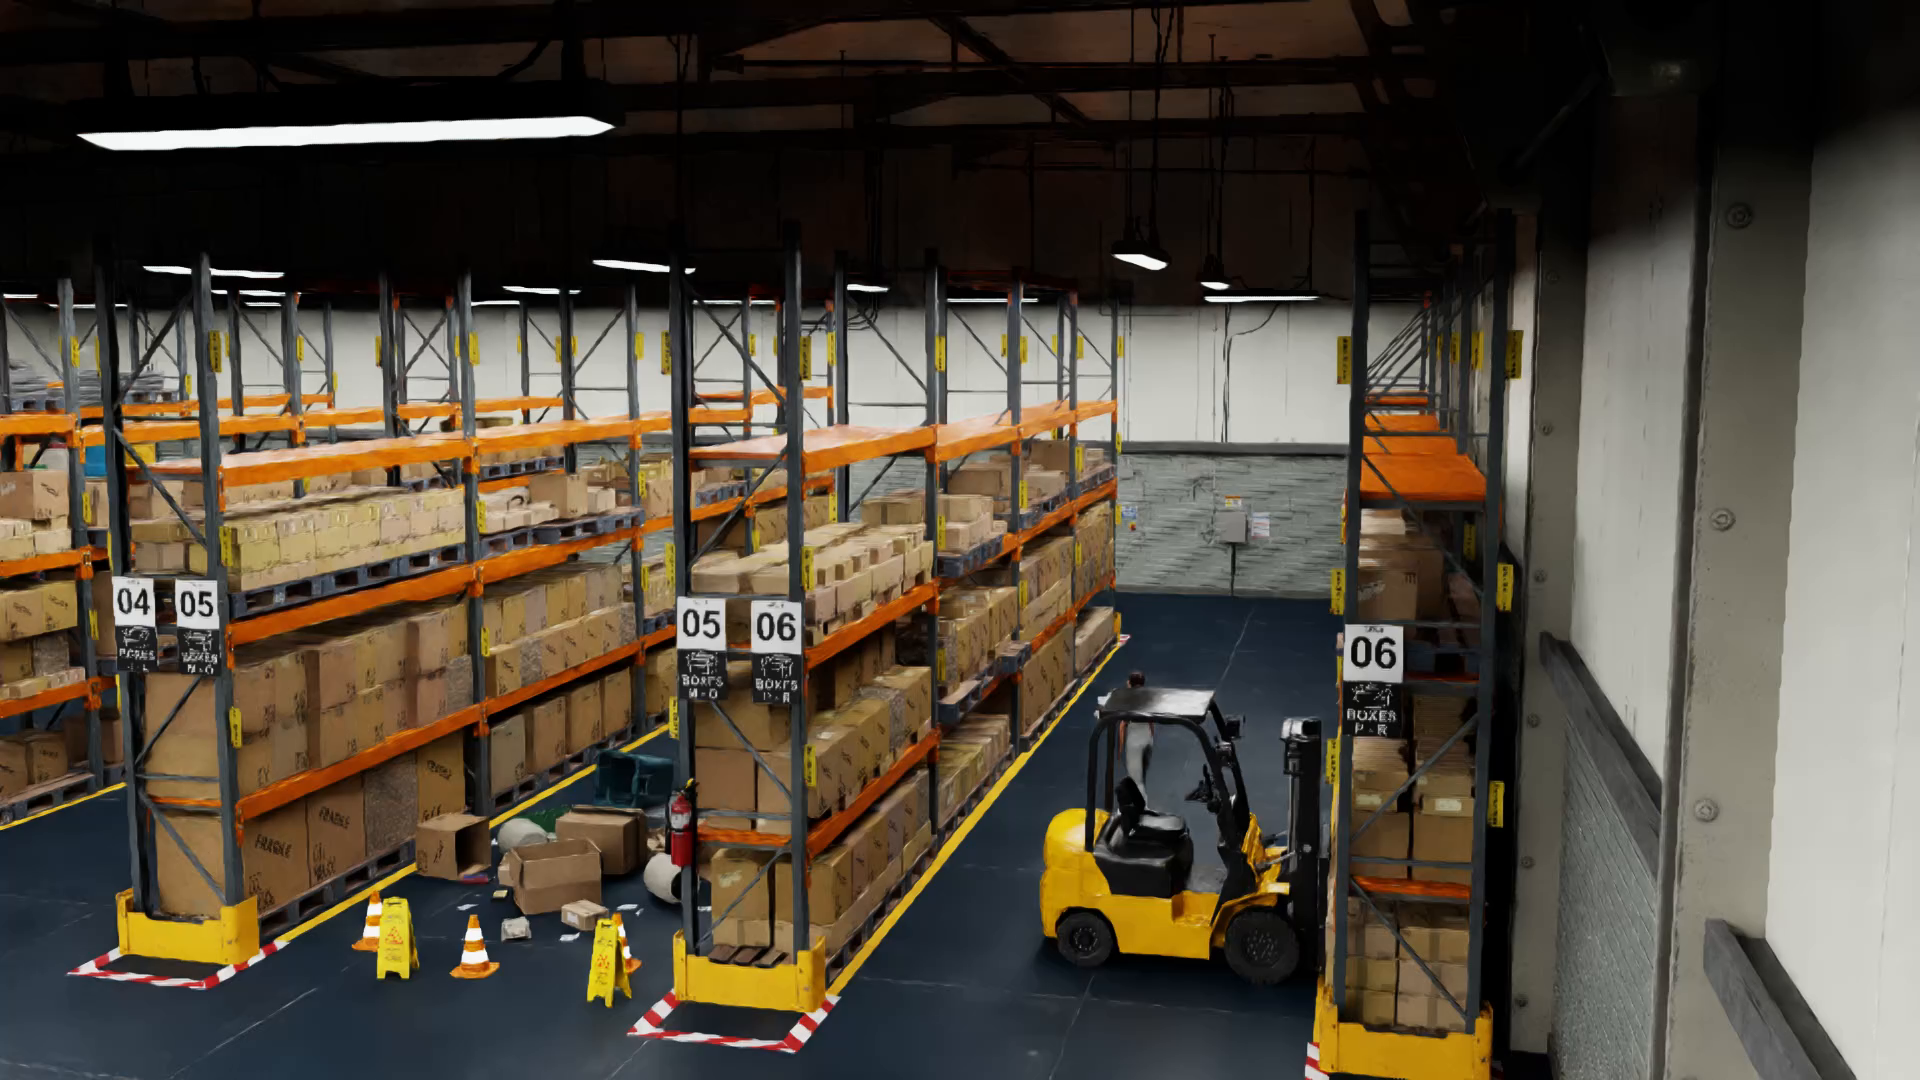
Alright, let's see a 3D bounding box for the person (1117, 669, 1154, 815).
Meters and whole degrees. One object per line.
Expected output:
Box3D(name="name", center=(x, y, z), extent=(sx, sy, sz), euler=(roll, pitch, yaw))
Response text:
Box3D(name="person", center=(1.836, 2.183, 17.591), extent=(0.569, 1.668, 0.562), euler=(7, 10, 43))
